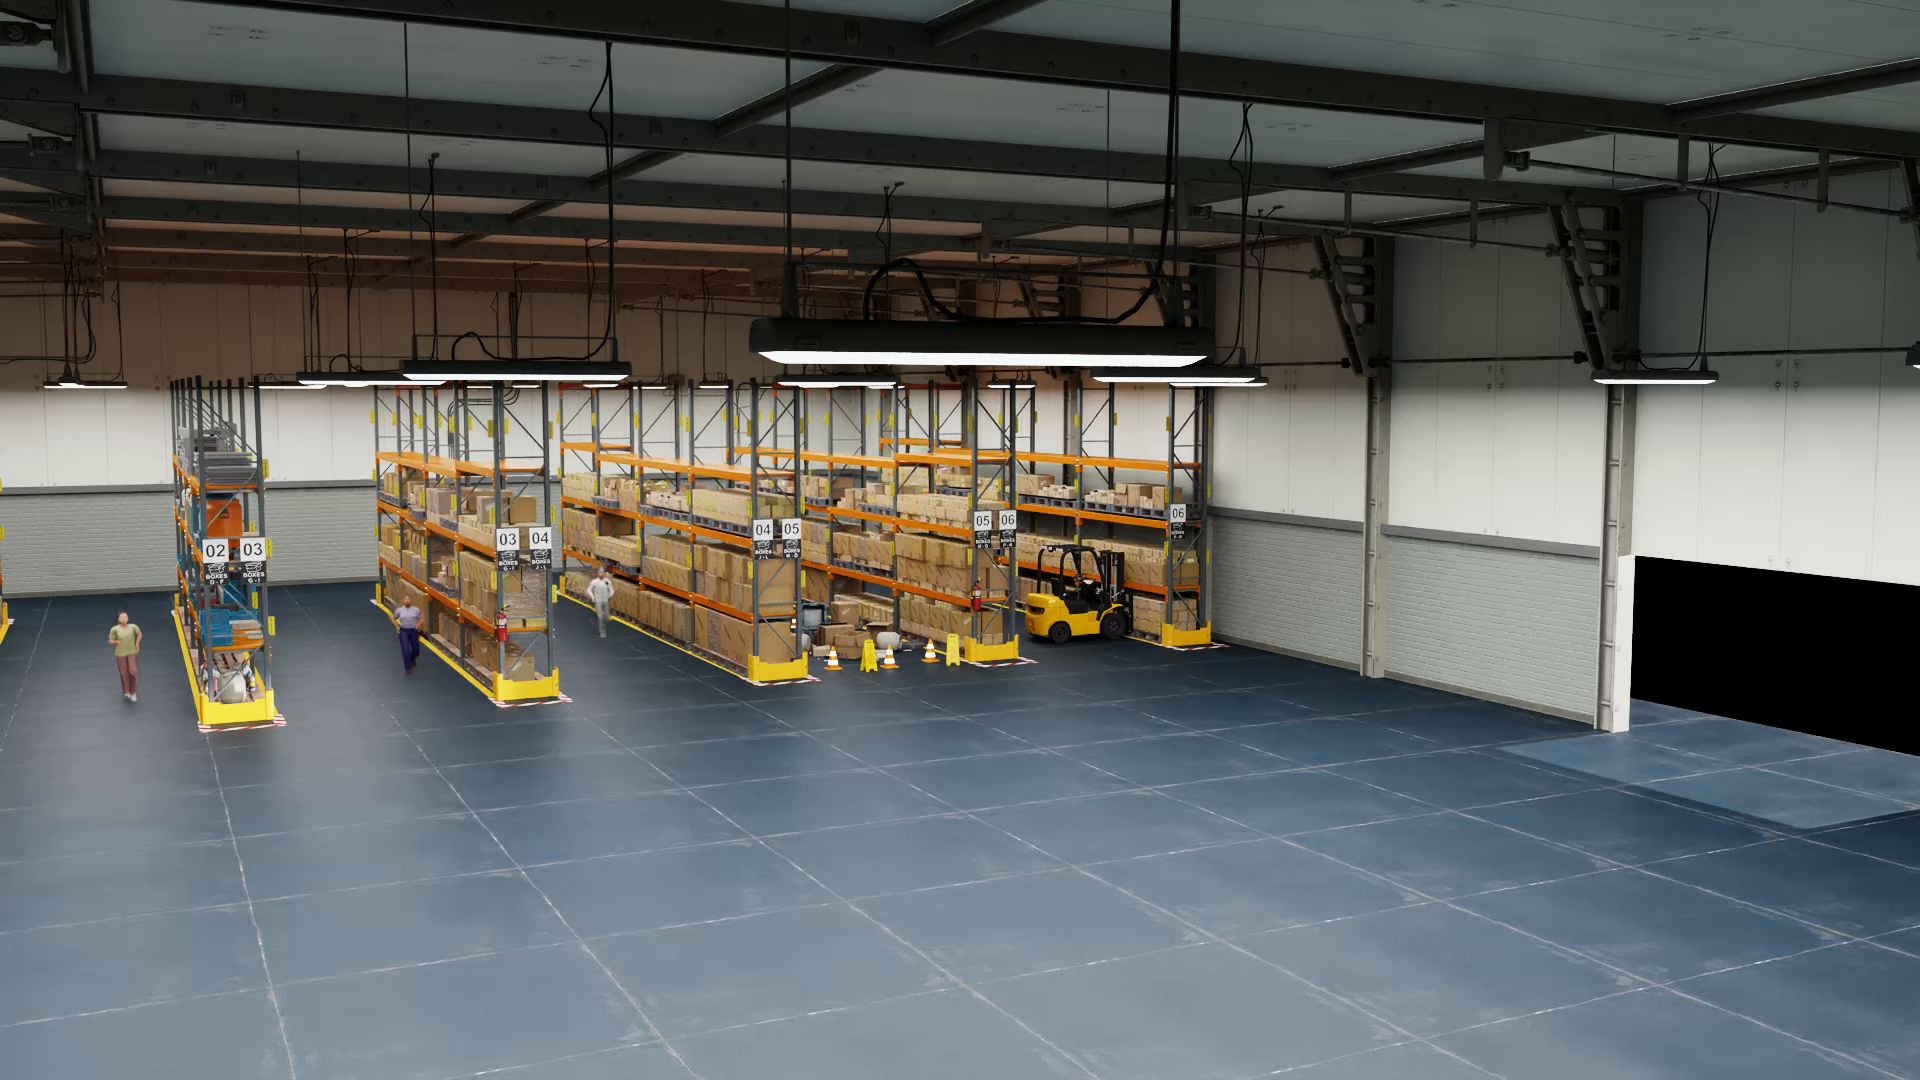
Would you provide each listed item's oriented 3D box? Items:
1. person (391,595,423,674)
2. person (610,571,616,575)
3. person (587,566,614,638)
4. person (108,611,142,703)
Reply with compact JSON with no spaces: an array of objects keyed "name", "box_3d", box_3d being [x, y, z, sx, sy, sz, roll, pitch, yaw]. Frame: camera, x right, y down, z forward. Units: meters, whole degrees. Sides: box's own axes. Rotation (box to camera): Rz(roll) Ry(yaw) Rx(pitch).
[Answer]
[{"name":"person","box_3d":[-11.259,1.911,33.916,0.613,1.599,0.659,-2,6,-25]},{"name":"person","box_3d":[-9.982,0.593,48.464,0.698,1.749,0.626,4,6,36]},{"name":"person","box_3d":[-8.395,1.440,38.901,0.622,1.649,0.698,-2,6,-24]},{"name":"person","box_3d":[-15.455,2.160,30.810,0.556,1.710,0.711,-3,6,-27]}]
